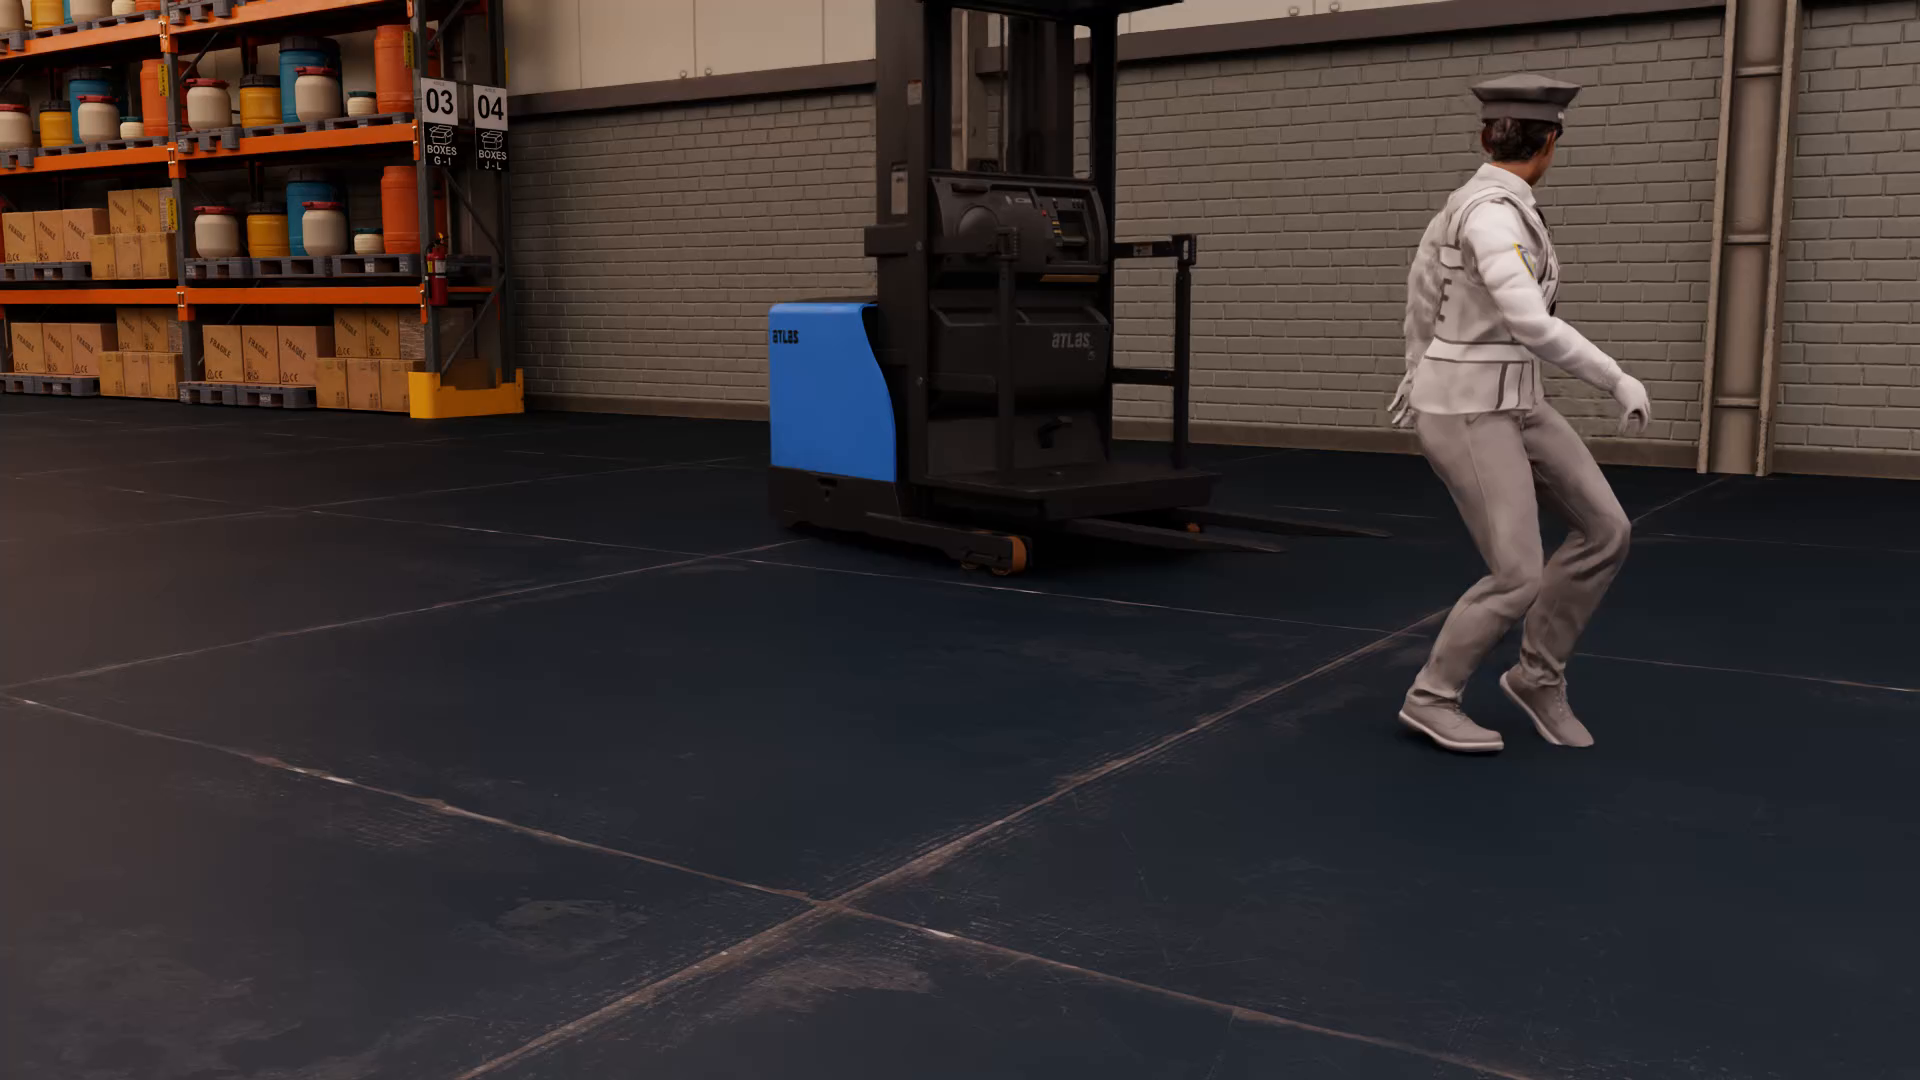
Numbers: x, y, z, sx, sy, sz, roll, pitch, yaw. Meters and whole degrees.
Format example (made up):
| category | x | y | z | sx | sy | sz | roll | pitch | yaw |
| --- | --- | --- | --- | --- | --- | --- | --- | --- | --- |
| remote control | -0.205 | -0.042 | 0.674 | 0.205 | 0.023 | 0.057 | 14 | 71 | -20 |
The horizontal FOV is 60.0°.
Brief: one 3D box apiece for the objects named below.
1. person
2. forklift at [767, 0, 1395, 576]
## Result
| category | x | y | z | sx | sy | sz | roll | pitch | yaw |
| --- | --- | --- | --- | --- | --- | --- | --- | --- | --- |
| person | 1.295 | -0.273 | 4.007 | 0.706 | 1.642 | 0.617 | 5 | 10 | 32 |
| forklift | 0.399 | -1.385 | 6.932 | 1.130 | 2.935 | 3.031 | -7 | 10 | -39 |
